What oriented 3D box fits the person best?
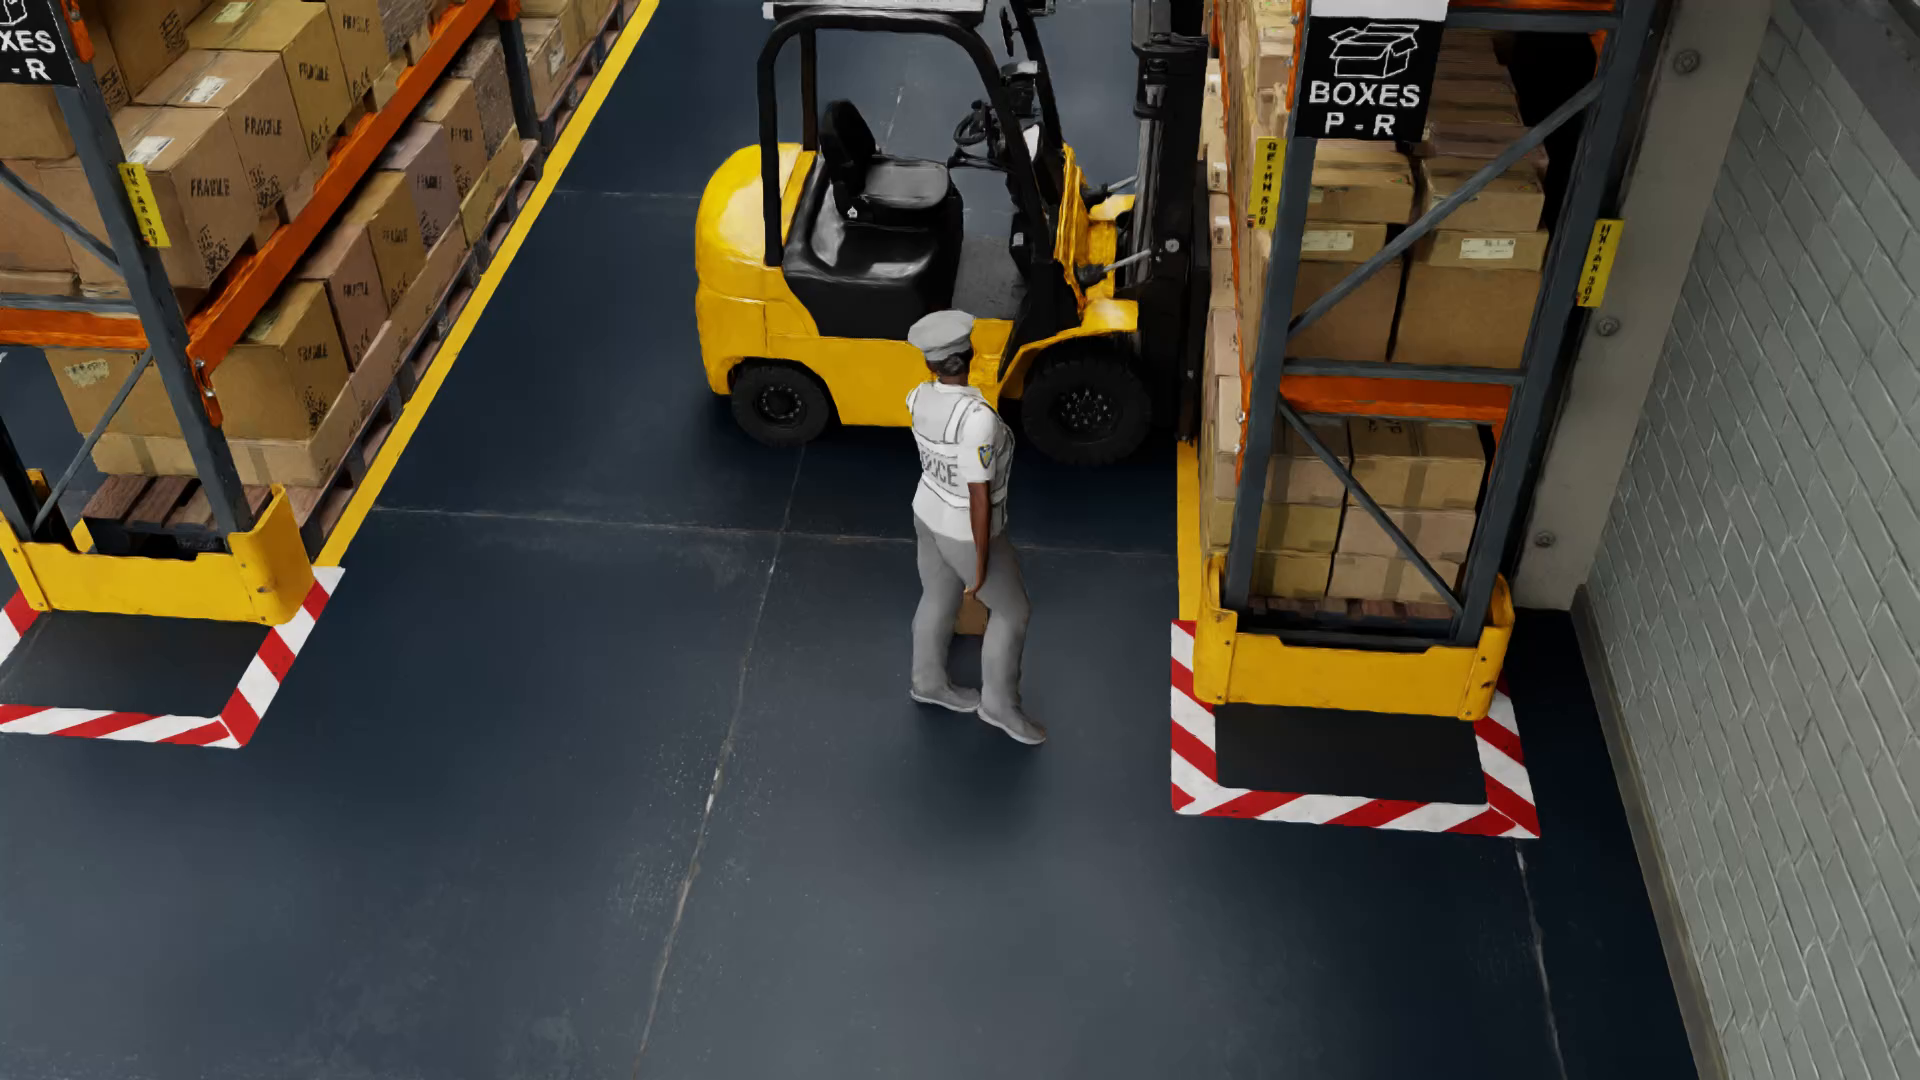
[{"bbox_3d":[0.033,0.008,6.178,0.414,1.665,0.733,-19,44,-21],"label":"person"}]
